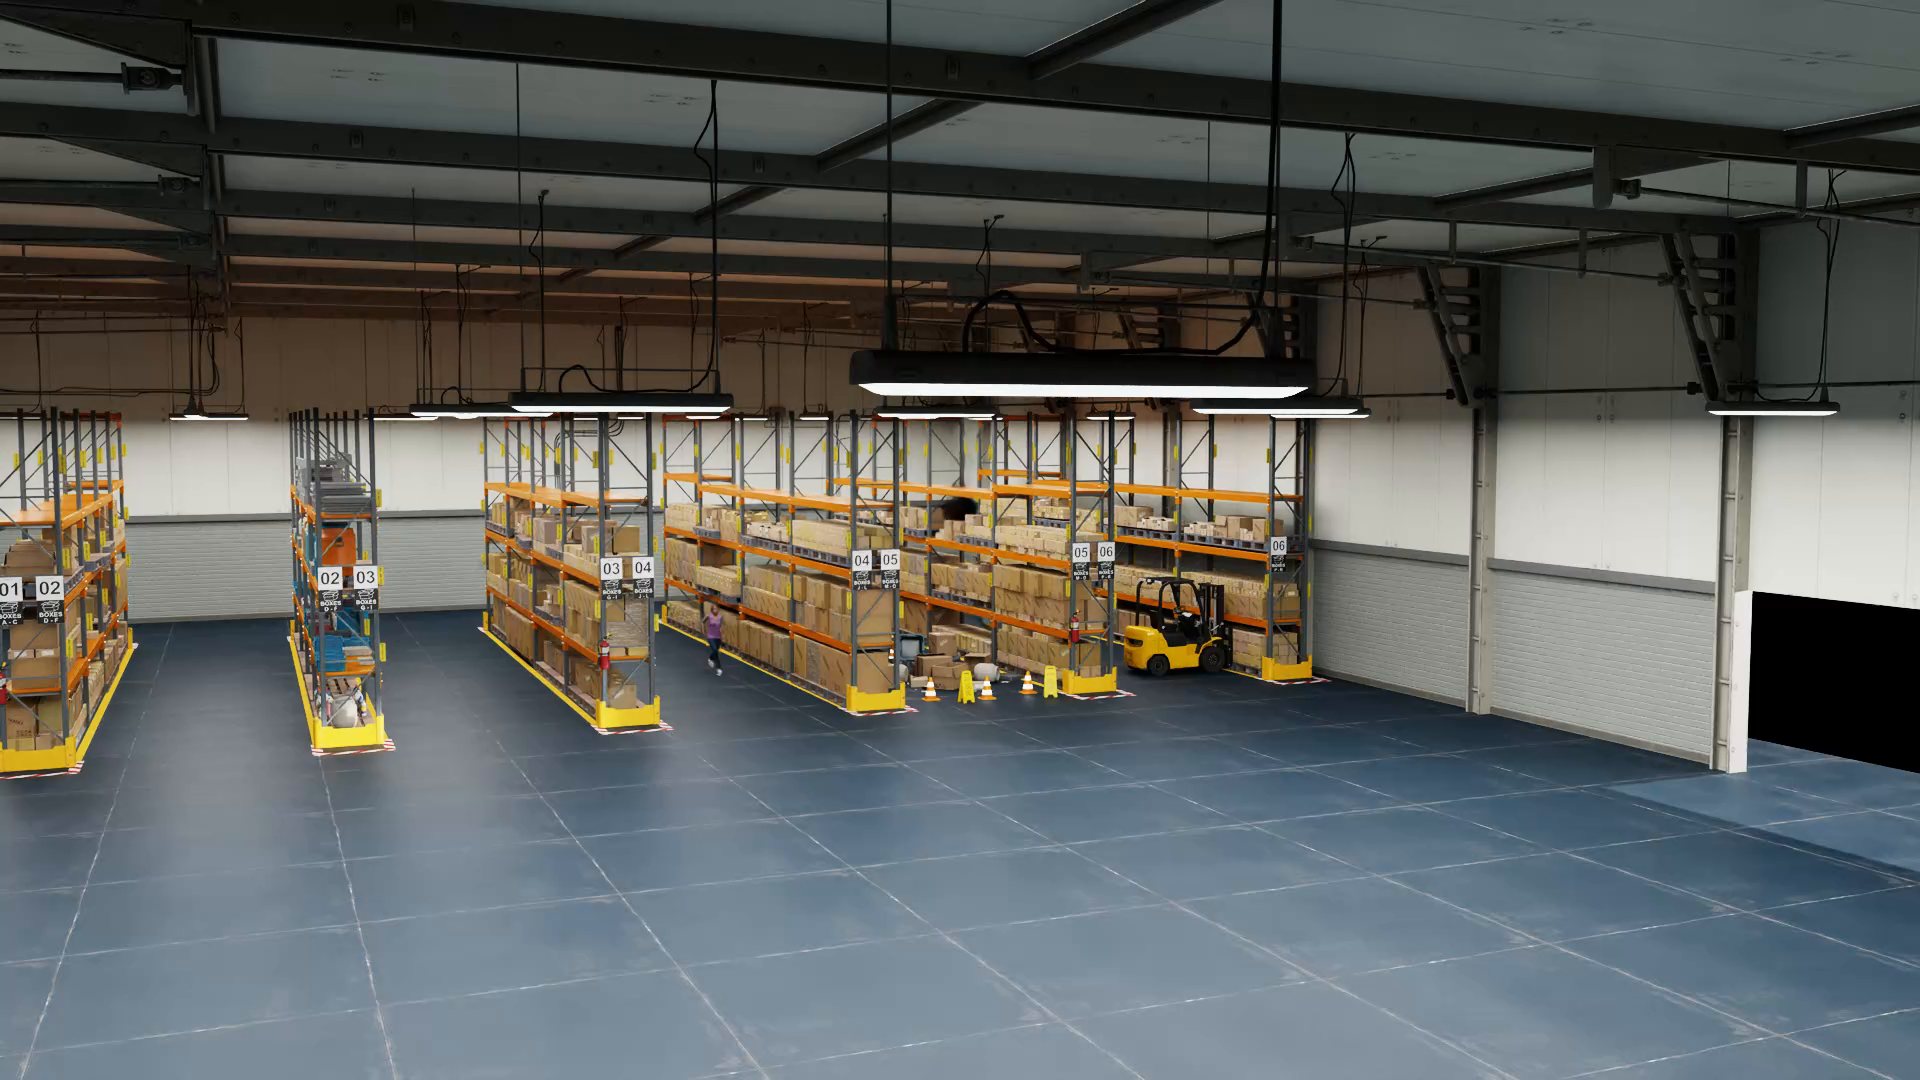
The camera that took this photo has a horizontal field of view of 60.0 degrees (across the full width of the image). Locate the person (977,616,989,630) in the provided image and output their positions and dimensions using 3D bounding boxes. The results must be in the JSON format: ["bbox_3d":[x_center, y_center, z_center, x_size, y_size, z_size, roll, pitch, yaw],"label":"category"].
[{"bbox_3d":[0.720,1.717,44.907,0.686,1.722,0.589,-2,4,-22],"label":"person"}]

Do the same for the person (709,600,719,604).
[{"bbox_3d":[-7.305,1.376,49.587,0.602,1.737,0.655,-2,4,-24],"label":"person"}]

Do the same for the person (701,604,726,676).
[{"bbox_3d":[-5.639,2.263,38.139,0.557,1.583,0.929,-2,4,-23],"label":"person"}]
